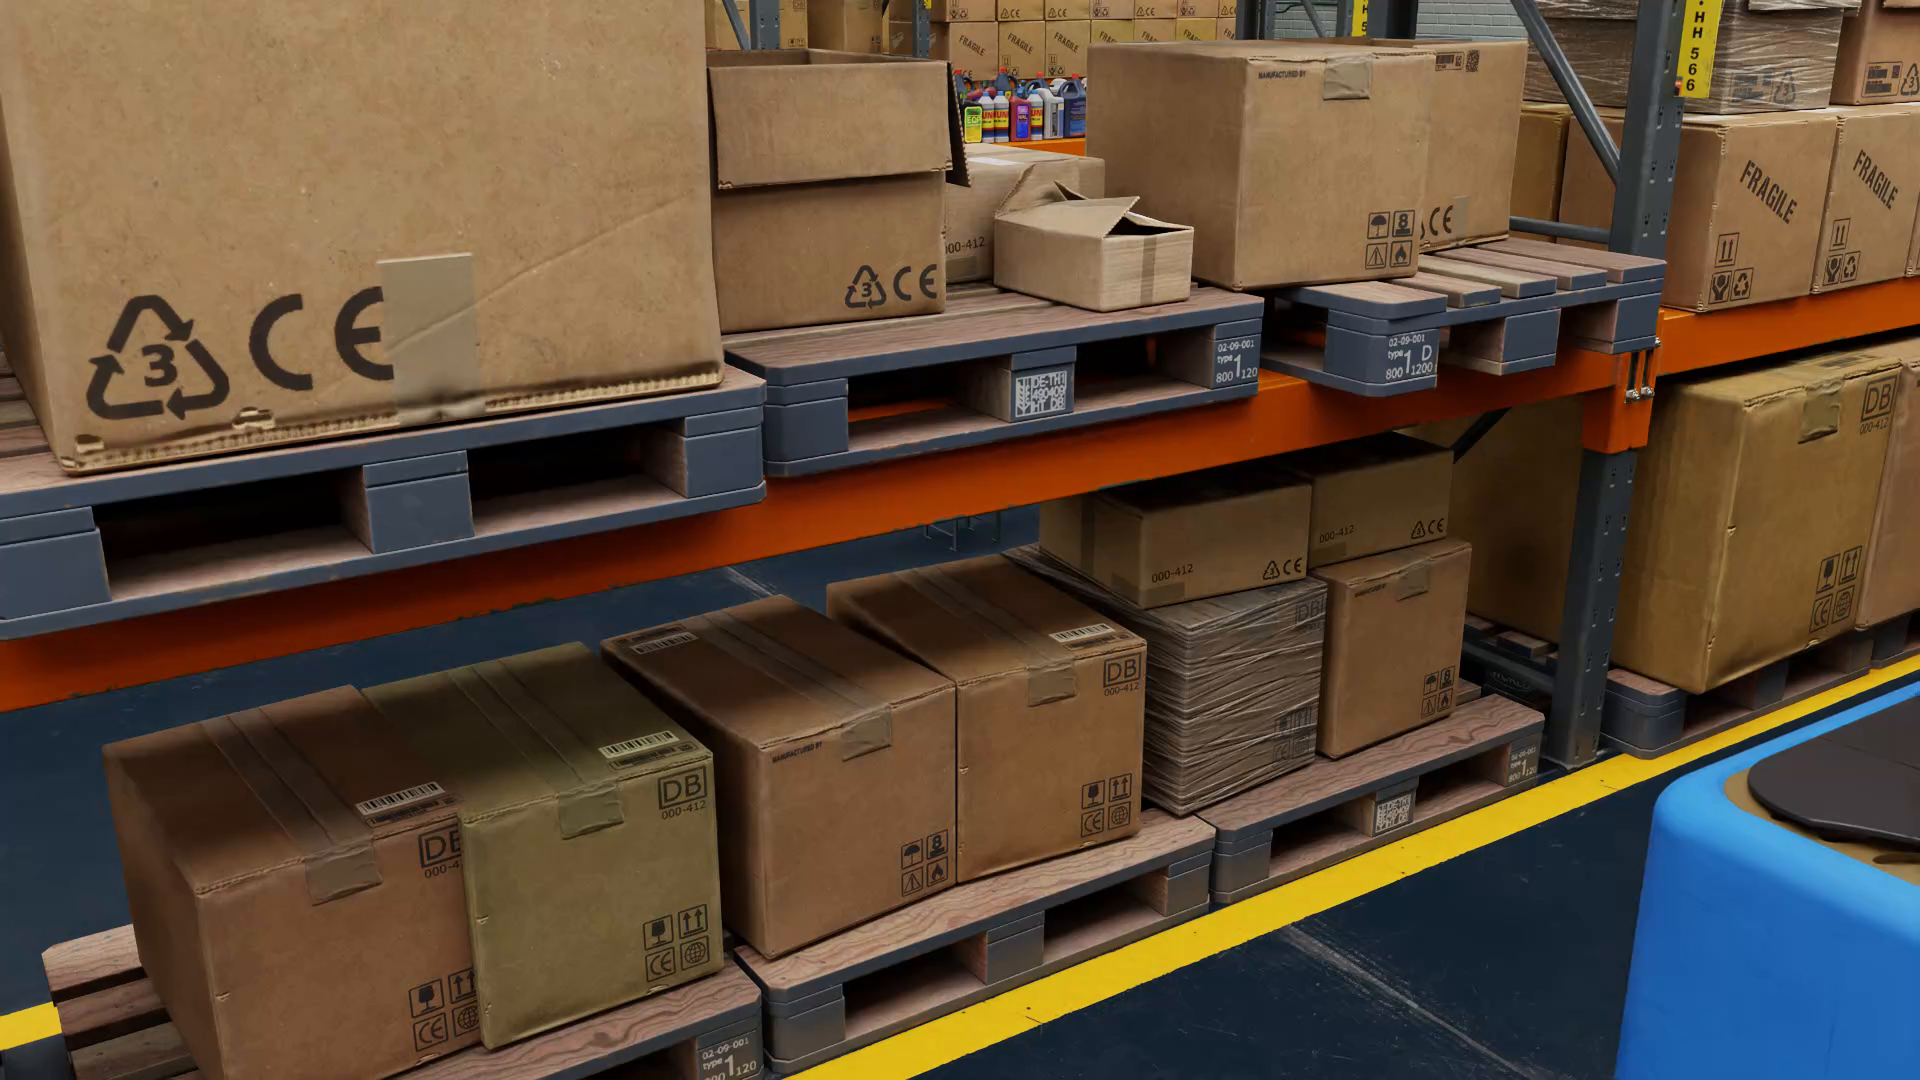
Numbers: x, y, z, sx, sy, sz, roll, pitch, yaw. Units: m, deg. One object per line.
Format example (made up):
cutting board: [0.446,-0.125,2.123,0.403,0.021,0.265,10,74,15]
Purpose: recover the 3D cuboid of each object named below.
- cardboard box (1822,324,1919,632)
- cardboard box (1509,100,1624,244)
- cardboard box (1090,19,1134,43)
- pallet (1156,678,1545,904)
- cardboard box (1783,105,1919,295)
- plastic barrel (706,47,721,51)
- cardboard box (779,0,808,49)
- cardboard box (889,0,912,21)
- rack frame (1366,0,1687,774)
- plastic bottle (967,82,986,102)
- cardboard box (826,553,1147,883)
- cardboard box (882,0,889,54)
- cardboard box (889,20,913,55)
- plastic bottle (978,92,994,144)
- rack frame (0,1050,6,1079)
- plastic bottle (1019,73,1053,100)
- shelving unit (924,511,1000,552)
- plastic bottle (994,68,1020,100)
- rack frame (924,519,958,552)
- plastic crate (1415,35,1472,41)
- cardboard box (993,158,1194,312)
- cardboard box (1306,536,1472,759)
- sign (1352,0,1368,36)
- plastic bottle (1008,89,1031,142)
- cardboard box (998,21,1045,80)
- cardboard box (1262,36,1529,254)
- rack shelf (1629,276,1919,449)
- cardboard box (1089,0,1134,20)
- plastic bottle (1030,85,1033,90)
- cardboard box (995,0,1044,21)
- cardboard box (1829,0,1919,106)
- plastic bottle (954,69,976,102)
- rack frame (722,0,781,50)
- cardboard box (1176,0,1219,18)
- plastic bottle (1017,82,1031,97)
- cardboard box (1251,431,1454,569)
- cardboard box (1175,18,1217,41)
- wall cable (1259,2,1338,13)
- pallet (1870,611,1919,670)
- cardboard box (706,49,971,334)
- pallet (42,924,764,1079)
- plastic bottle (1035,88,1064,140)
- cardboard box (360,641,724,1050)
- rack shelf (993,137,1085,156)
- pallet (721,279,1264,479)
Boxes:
cardboard box: [2.858,-0.359,5.786,0.875,0.875,1.225,-12,22,-31]
cardboard box: [1.798,-1.097,5.149,0.500,0.500,0.500,-11,22,-30]
cardboard box: [1.262,-4.584,15.464,0.500,0.500,0.500,-12,22,-32]
pallet: [0.868,0.562,4.752,1.213,0.211,1.003,-12,22,-31]
cardboard box: [2.507,-1.048,5.004,0.500,0.500,0.500,-13,22,-33]
plastic barrel: [-1.423,-2.122,8.127,0.708,0.536,0.600,-12,22,-31]
cardboard box: [-1.641,-4.336,14.074,0.500,0.500,0.700,-8,20,-23]
cardboard box: [-0.303,-4.930,14.927,0.500,0.500,0.500,-12,22,-31]
rack frame: [1.522,-0.896,4.712,0.127,3.000,1.000,-12,22,-31]
plastic bottle: [0.089,-2.546,9.775,0.133,0.283,0.061,-12,22,-31]
cardboard box: [0.047,0.406,4.077,0.500,0.500,0.700,-10,21,-27]
cardboard box: [-0.991,-6.198,19.927,0.700,0.700,0.980,-12,22,-32]
cardboard box: [-0.306,-4.455,15.083,0.500,0.500,0.500,-11,22,-31]
plastic bottle: [0.139,-2.308,9.090,0.097,0.271,0.097,0,19,0]
rack frame: [-1.819,-0.191,2.628,0.127,3.000,1.000,-12,22,-31]
plastic bottle: [0.435,-2.476,9.461,0.185,0.351,0.144,-12,22,-31]
shelving unit: [0.007,-0.428,6.605,0.210,0.900,0.258,-12,22,-31]
plastic bottle: [0.277,-2.657,9.998,0.185,0.351,0.144,-12,22,-31]
rack frame: [-0.078,-0.410,6.552,0.006,0.900,0.240,-12,22,-31]
plastic crate: [3.022,-3.074,10.961,0.583,0.464,0.402,-12,22,-31]
cardboard box: [0.278,-0.665,3.583,0.258,0.266,0.396,-13,22,-33]
cardboard box: [0.973,0.203,4.677,0.500,0.500,0.700,-13,23,-34]
sign: [1.214,-1.592,4.964,0.005,0.325,0.100,-12,22,-31]
plastic bottle: [0.327,-2.347,9.185,0.133,0.283,0.061,-12,22,-31]
cardboard box: [0.419,-4.406,14.939,0.500,0.500,0.500,-11,22,-30]
cardboard box: [1.093,-1.037,4.315,0.500,0.500,0.500,-15,24,-38]
rack shelf: [3.192,-0.907,5.869,4.000,0.370,1.077,-12,22,-31]
cardboard box: [1.257,-5.052,15.288,0.500,0.500,0.500,-11,22,-30]
plastic bottle: [0.464,-2.668,10.153,0.097,0.271,0.097,0,19,0]
cardboard box: [0.396,-4.871,14.751,0.500,0.500,0.500,-13,22,-33]
cardboard box: [2.687,-1.657,5.240,0.637,0.503,0.797,-11,22,-30]
plastic bottle: [0.011,-2.601,9.832,0.185,0.351,0.144,-12,22,-31]
rack frame: [-1.202,-2.221,8.630,0.127,3.000,1.000,-12,22,-31]
cardboard box: [2.116,-5.235,15.830,0.500,0.500,0.500,-11,22,-30]
plastic bottle: [0.380,-2.595,9.938,0.097,0.271,0.097,0,19,0]
cardboard box: [0.979,-0.149,4.549,0.500,0.250,0.500,-11,22,-29]
cardboard box: [2.102,-4.759,15.982,0.500,0.500,0.500,-12,22,-31]
wall cable: [4.951,-8.552,22.837,0.112,2.526,3.097,-12,22,-31]
pallet: [3.240,0.093,6.141,1.213,0.211,1.003,-12,22,-31]
cardboard box: [-0.422,-0.769,3.520,0.637,0.503,0.797,-9,21,-26]
pallet: [-1.169,0.992,3.481,1.213,0.211,1.003,-12,22,-31]
plastic bottle: [0.495,-2.396,9.342,0.135,0.276,0.152,-12,22,-31]
cardboard box: [-0.885,0.603,3.494,0.500,0.500,0.700,-12,22,-32]
rack shelf: [0.468,-2.232,9.788,4.000,0.370,1.077,-12,22,-31]
pallet: [-0.109,-0.446,3.679,1.213,0.211,1.003,-12,22,-31]
